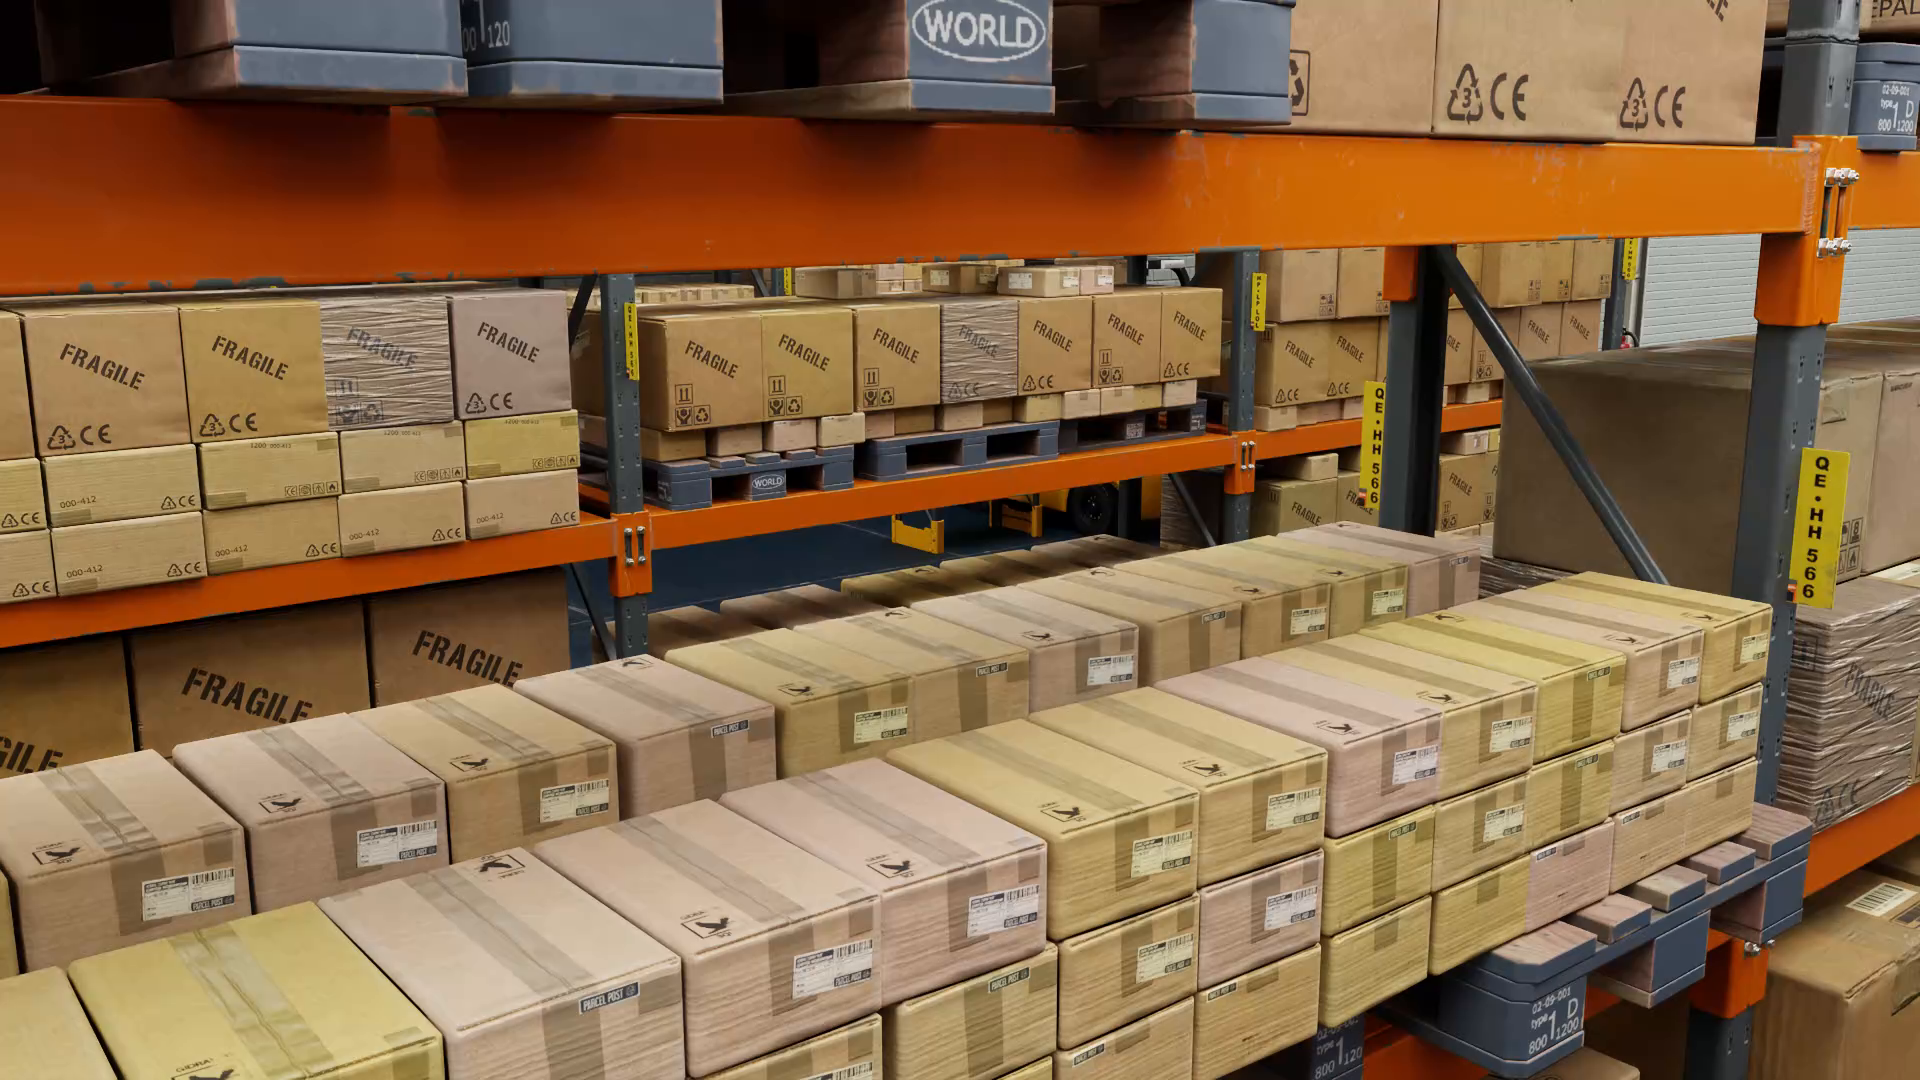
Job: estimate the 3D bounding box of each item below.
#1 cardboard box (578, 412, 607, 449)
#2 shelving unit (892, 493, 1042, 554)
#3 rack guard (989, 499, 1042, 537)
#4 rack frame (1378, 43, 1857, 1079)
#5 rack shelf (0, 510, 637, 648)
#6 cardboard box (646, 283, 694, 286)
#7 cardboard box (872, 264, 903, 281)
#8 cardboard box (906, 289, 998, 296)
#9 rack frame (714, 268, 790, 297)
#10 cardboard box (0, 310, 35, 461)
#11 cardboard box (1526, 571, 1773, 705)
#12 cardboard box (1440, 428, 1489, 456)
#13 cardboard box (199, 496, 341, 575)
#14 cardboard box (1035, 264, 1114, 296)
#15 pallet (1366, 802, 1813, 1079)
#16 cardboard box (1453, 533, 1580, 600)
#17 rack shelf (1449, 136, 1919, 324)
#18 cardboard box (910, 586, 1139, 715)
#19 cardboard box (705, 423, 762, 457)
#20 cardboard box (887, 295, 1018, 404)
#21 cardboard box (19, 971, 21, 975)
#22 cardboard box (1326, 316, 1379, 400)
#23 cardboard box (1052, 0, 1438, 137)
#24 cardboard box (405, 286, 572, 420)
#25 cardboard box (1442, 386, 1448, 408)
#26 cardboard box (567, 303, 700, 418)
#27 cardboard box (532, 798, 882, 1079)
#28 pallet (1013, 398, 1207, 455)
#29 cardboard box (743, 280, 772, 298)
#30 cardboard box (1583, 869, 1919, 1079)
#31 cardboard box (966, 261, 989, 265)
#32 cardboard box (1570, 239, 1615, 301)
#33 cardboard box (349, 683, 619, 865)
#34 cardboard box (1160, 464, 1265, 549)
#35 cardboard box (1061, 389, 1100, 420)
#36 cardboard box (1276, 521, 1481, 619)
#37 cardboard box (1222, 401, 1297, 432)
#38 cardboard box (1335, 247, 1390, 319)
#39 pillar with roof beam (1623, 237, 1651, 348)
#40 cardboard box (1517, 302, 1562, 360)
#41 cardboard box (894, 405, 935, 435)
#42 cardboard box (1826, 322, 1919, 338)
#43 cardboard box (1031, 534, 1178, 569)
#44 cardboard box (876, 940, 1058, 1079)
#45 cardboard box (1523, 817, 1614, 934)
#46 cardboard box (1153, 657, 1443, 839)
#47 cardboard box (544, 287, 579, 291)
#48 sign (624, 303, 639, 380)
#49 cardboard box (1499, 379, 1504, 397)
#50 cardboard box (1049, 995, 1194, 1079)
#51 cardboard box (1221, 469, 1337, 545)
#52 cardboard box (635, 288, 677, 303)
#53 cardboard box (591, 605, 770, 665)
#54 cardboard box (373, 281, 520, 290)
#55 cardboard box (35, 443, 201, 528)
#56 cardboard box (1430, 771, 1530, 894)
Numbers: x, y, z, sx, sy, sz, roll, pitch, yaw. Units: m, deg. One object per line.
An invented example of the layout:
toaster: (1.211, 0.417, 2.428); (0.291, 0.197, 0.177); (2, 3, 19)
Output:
cardboard box: (-1.647, -0.536, 8.025); (0.250, 0.149, 0.380); (-9, 15, -36)
shelving unit: (0.060, -0.744, 13.020); (1.083, 1.500, 0.587); (-9, 15, -38)
rack guard: (0.448, -0.197, 13.454); (0.087, 0.250, 0.587); (-9, 15, -38)
rack frame: (1.416, 0.417, 3.944); (0.127, 3.000, 1.000); (-9, 15, -38)
rack shelf: (-3.317, 0.239, 6.515); (4.000, 0.370, 1.077); (-9, 15, -38)
cardboard box: (-2.387, -2.026, 13.644); (0.250, 0.149, 0.380); (-10, 16, -40)
cardboard box: (-0.695, -2.301, 14.226); (0.250, 0.149, 0.380); (-9, 15, -36)
cardboard box: (0.037, -1.150, 9.357); (0.500, 0.500, 0.500); (-10, 15, -38)
rack frame: (-1.736, -1.696, 13.896); (0.127, 3.000, 1.000); (-9, 15, -38)
cardboard box: (-3.583, -0.537, 5.790); (0.500, 0.500, 0.500); (-10, 16, -39)
cardboard box: (1.319, 0.181, 3.215); (0.250, 0.149, 0.380); (-10, 16, -40)
cardboard box: (3.379, -0.685, 11.373); (0.250, 0.149, 0.380); (-9, 15, -35)
cardboard box: (-2.781, -0.060, 6.551); (0.500, 0.250, 0.500); (-10, 15, -38)
cardboard box: (0.619, -1.421, 9.069); (0.250, 0.149, 0.380); (-10, 16, -39)
pallet: (0.926, 0.621, 3.447); (1.003, 0.211, 1.213); (-9, 15, -38)
cardboard box: (1.600, 0.266, 4.414); (0.500, 0.500, 0.500); (-9, 15, -38)
rack shelf: (2.977, -0.958, 4.929); (4.000, 0.370, 1.077); (-9, 15, -38)
cardboard box: (0.114, 0.208, 3.089); (0.250, 0.149, 0.380); (-9, 15, -35)
cardboard box: (-1.144, -0.499, 7.849); (0.250, 0.149, 0.380); (-11, 16, -41)
cardboard box: (-0.051, -0.996, 8.629); (0.500, 0.500, 0.500); (-10, 16, -40)
cardboard box: (-1.120, 0.558, 2.156); (0.250, 0.149, 0.380); (-9, 15, -35)
cardboard box: (2.263, -1.167, 10.446); (0.500, 0.500, 0.500); (-10, 15, -38)
cardboard box: (0.353, -0.853, 2.461); (0.500, 0.500, 0.500); (-9, 15, -38)
cardboard box: (-1.996, -0.801, 7.033); (0.500, 0.500, 0.500); (-10, 16, -39)
cardboard box: (2.998, -0.959, 11.031); (0.250, 0.149, 0.380); (-10, 15, -38)
cardboard box: (-1.574, -0.877, 8.068); (0.500, 0.500, 0.500); (-10, 16, -39)
cardboard box: (-0.301, 0.451, 1.947); (0.250, 0.149, 0.380); (-10, 15, -38)
pallet: (0.680, -0.722, 9.771); (1.213, 0.211, 1.003); (-9, 15, -38)
cardboard box: (-1.645, -2.146, 14.211); (0.250, 0.149, 0.380); (-10, 15, -38)
cardboard box: (1.947, 1.248, 4.437); (0.750, 0.750, 1.050); (-10, 15, -38)
cardboard box: (0.045, -2.447, 14.910); (0.250, 0.149, 0.380); (-9, 15, -37)
cardboard box: (4.229, -1.993, 11.927); (0.500, 0.500, 0.700); (-10, 16, -39)
cardboard box: (-0.705, 0.345, 2.444); (0.250, 0.149, 0.380); (-10, 16, -39)
cardboard box: (1.662, -0.239, 10.838); (0.500, 0.500, 0.500); (-10, 15, -38)
cardboard box: (0.546, -0.759, 9.073); (0.250, 0.149, 0.380); (-9, 15, -37)
cardboard box: (0.930, 0.073, 3.727); (0.250, 0.149, 0.380); (-9, 15, -38)
cardboard box: (1.814, -0.758, 10.081); (0.250, 0.149, 0.380); (-10, 15, -38)
cardboard box: (2.259, -1.660, 10.361); (0.500, 0.500, 0.700); (-9, 15, -37)
pillar with roof beam: (12.340, -6.065, 20.025); (0.400, 9.000, 9.100); (-9, 15, -38)
cardboard box: (3.846, -1.426, 11.666); (0.500, 0.500, 0.500); (-9, 15, -38)
cardboard box: (-0.338, -0.646, 8.543); (0.250, 0.149, 0.380); (-9, 15, -35)
cardboard box: (2.965, -0.377, 5.034); (0.500, 0.500, 0.700); (-10, 15, -38)
cardboard box: (0.960, 0.257, 10.014); (0.625, 0.372, 0.950); (-9, 15, -37)
cardboard box: (-0.091, 0.560, 2.146); (0.250, 0.149, 0.380); (-10, 15, -39)
cardboard box: (0.922, 0.538, 2.966); (0.250, 0.149, 0.380); (-9, 15, -37)
cardboard box: (0.519, 0.313, 2.594); (0.250, 0.149, 0.380); (-9, 15, -38)
cardboard box: (-3.173, -1.895, 13.029); (0.250, 0.149, 0.380); (-10, 15, -38)
sign: (-1.406, -0.850, 7.121); (0.005, 0.325, 0.100); (-9, 15, -38)
cardboard box: (3.809, -1.086, 11.625); (0.250, 0.149, 0.380); (-9, 15, -37)
cardboard box: (0.102, 0.674, 2.325); (0.250, 0.149, 0.380); (-10, 16, -40)
cardboard box: (1.997, -0.152, 10.426); (0.500, 0.500, 0.500); (-9, 15, -35)
cardboard box: (-2.401, -1.867, 12.897); (0.250, 0.149, 0.380); (-10, 16, -39)
cardboard box: (-1.308, 0.636, 8.230); (0.625, 0.372, 0.950); (-11, 16, -41)
cardboard box: (-2.293, -0.886, 7.434); (0.500, 0.500, 0.500); (-10, 16, -40)
cardboard box: (-3.165, -0.236, 6.174); (0.500, 0.250, 0.500); (-10, 16, -39)
cardboard box: (0.708, 0.429, 2.766); (0.250, 0.149, 0.380); (-9, 15, -38)
